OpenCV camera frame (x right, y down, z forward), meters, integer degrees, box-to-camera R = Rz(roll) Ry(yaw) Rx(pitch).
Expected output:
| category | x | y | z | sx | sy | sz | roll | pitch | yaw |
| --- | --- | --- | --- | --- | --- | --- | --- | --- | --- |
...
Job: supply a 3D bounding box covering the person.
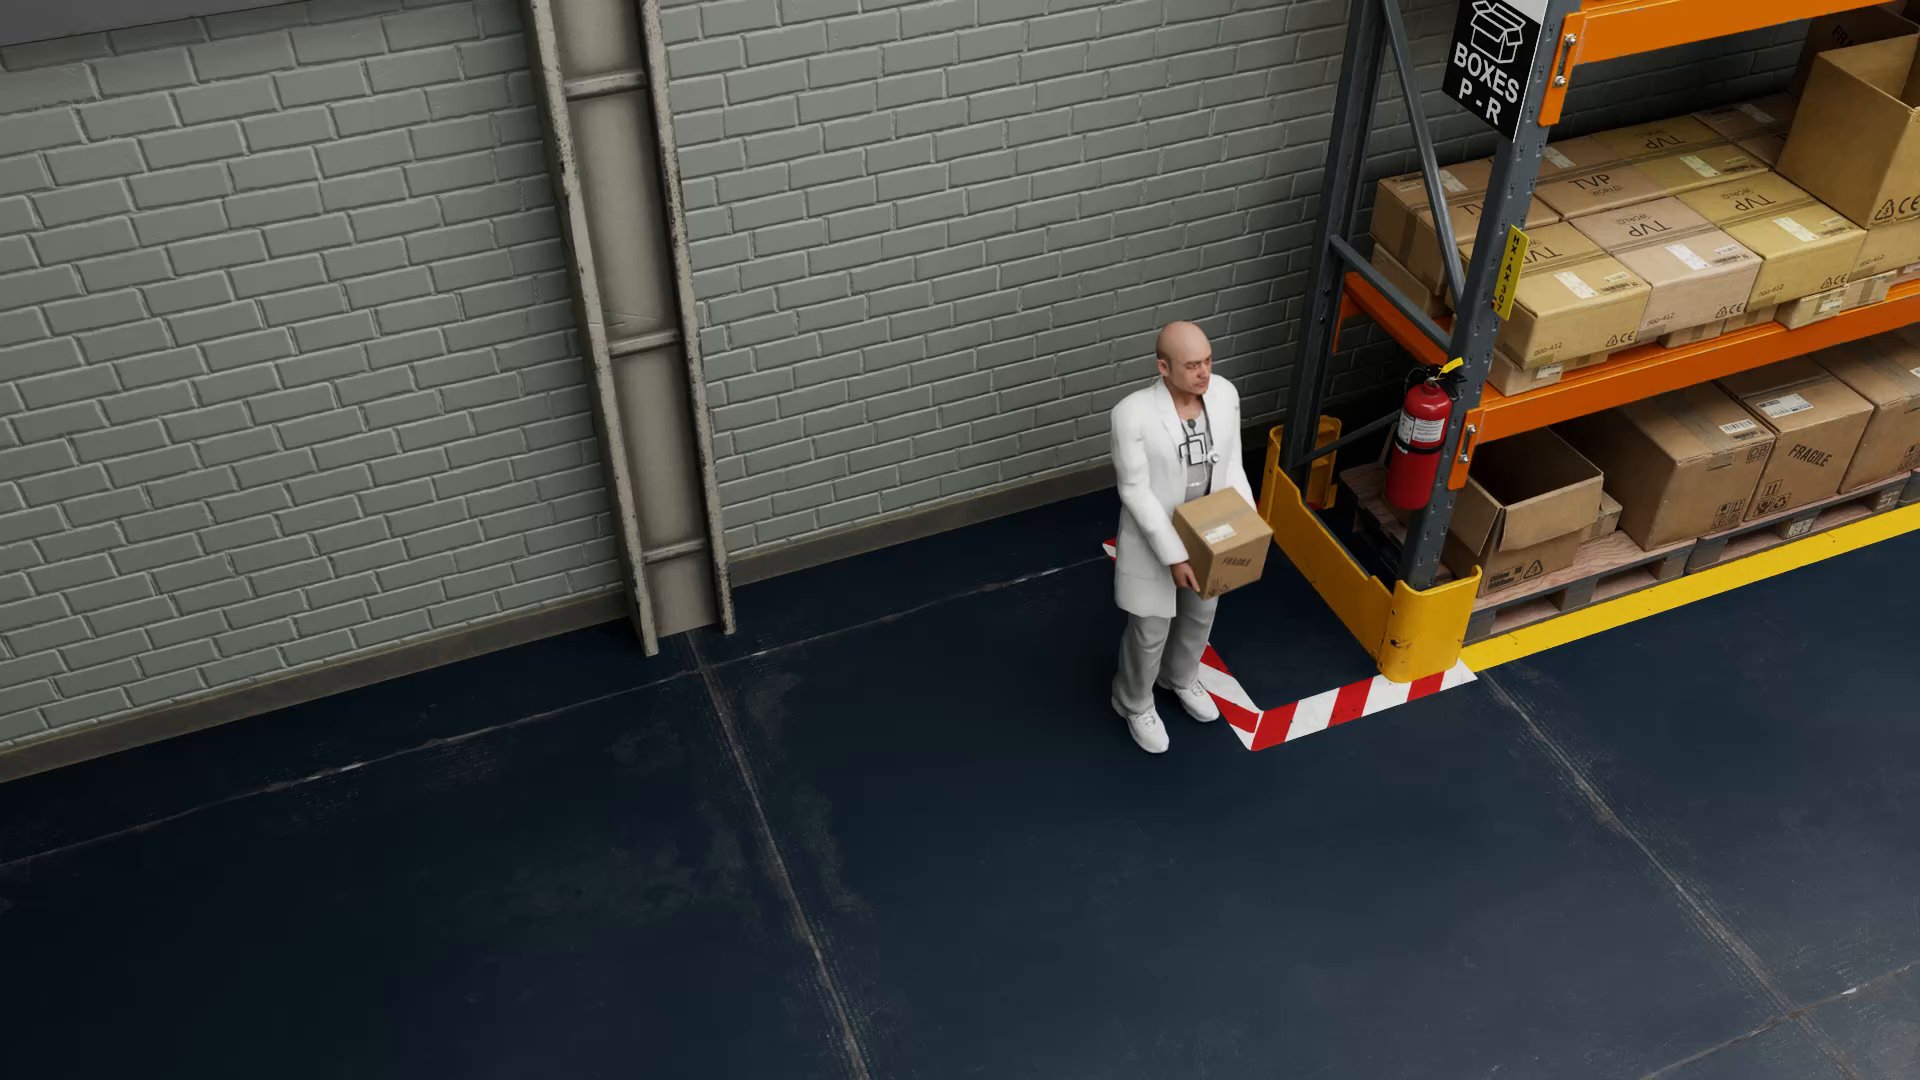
| category | x | y | z | sx | sy | sz | roll | pitch | yaw |
| --- | --- | --- | --- | --- | --- | --- | --- | --- | --- |
| person | 0.835 | 0.041 | 6.128 | 0.527 | 1.769 | 0.554 | -20 | 45 | -21 |
